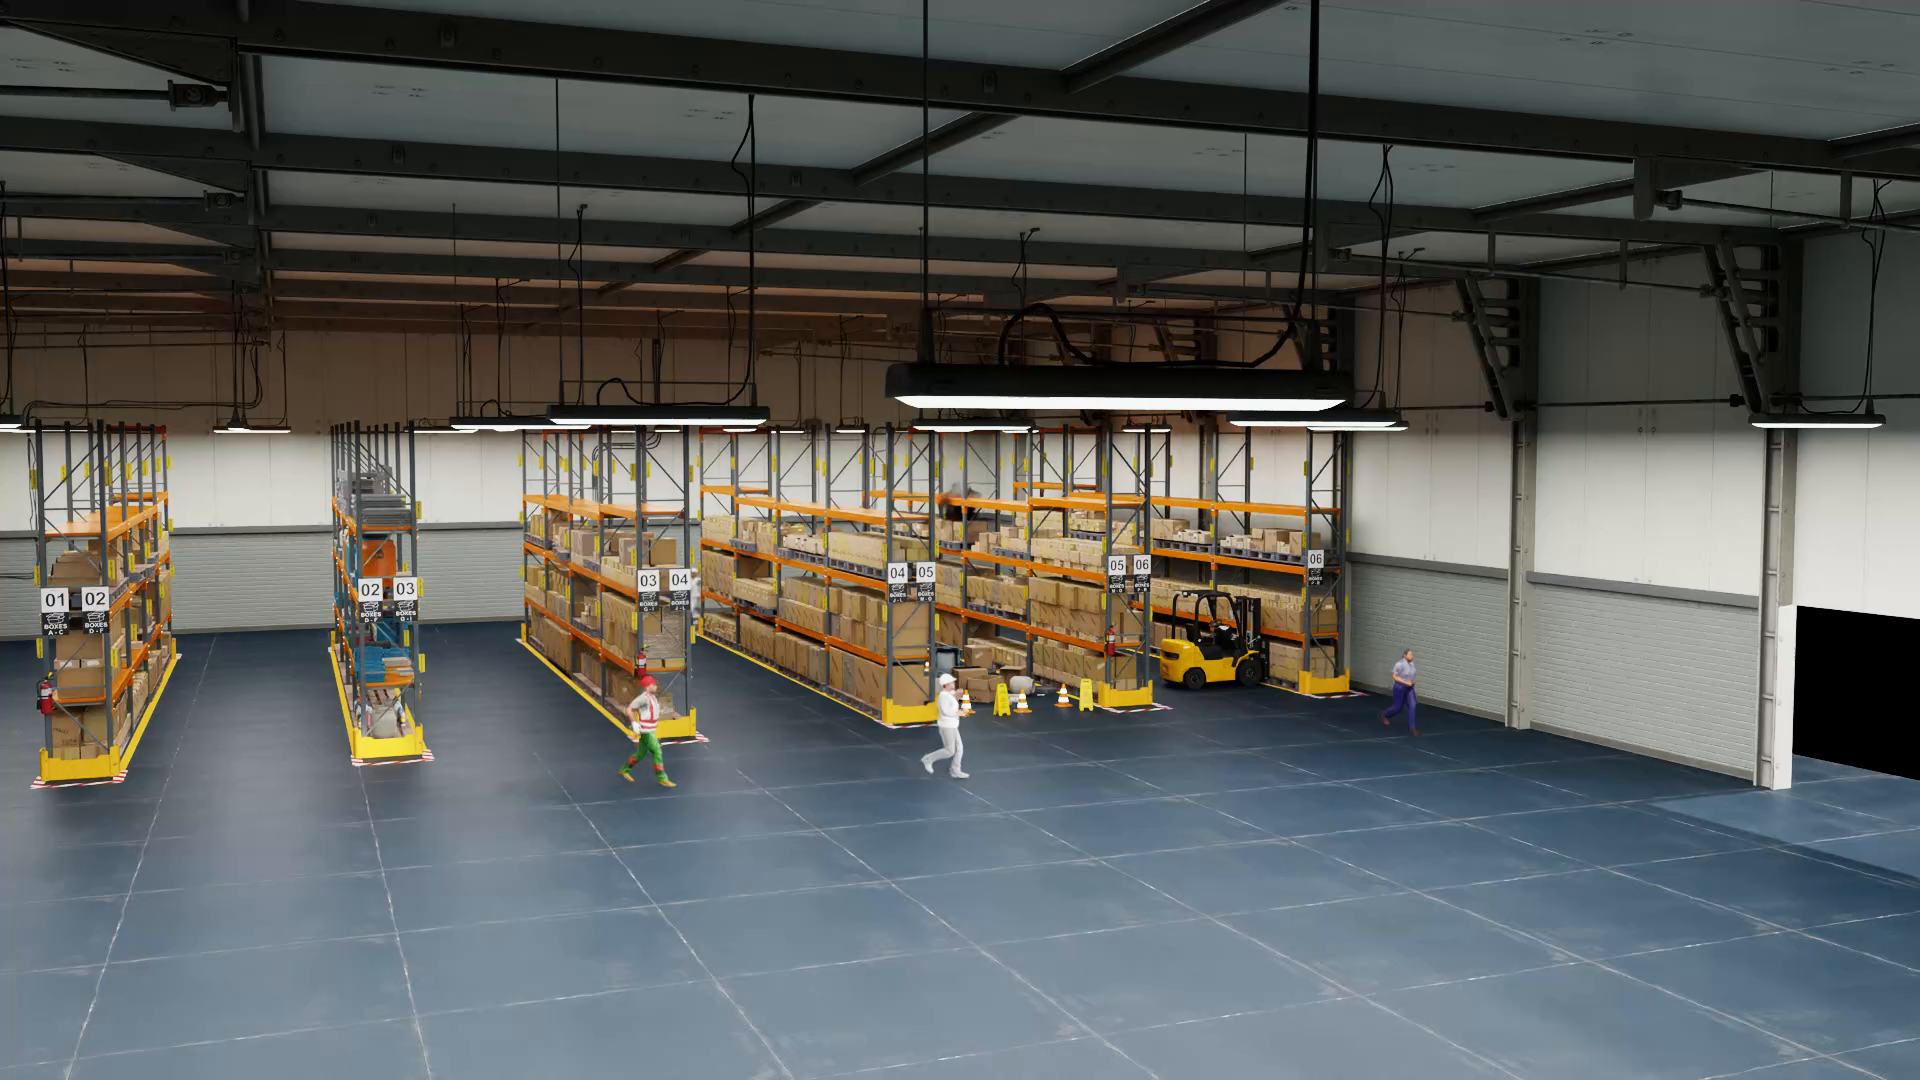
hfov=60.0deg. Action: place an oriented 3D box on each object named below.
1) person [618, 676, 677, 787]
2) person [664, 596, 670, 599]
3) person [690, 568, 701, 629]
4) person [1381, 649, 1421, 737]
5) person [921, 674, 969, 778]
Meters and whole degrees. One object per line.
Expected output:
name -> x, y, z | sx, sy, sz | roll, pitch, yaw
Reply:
person -> -5.089, 3.104, 26.998 | 0.984, 1.790, 0.660 | 0, 4, 4
person -> -8.243, 2.029, 46.661 | 0.584, 1.569, 0.935 | -1, 4, -17
person -> -7.919, 1.746, 49.335 | 0.659, 1.831, 0.765 | 2, 4, 34
person -> 8.535, 2.909, 32.065 | 0.616, 1.650, 0.966 | -2, 4, -33
person -> -0.240, 3.105, 27.795 | 0.797, 1.745, 0.671 | 0, 4, 6
